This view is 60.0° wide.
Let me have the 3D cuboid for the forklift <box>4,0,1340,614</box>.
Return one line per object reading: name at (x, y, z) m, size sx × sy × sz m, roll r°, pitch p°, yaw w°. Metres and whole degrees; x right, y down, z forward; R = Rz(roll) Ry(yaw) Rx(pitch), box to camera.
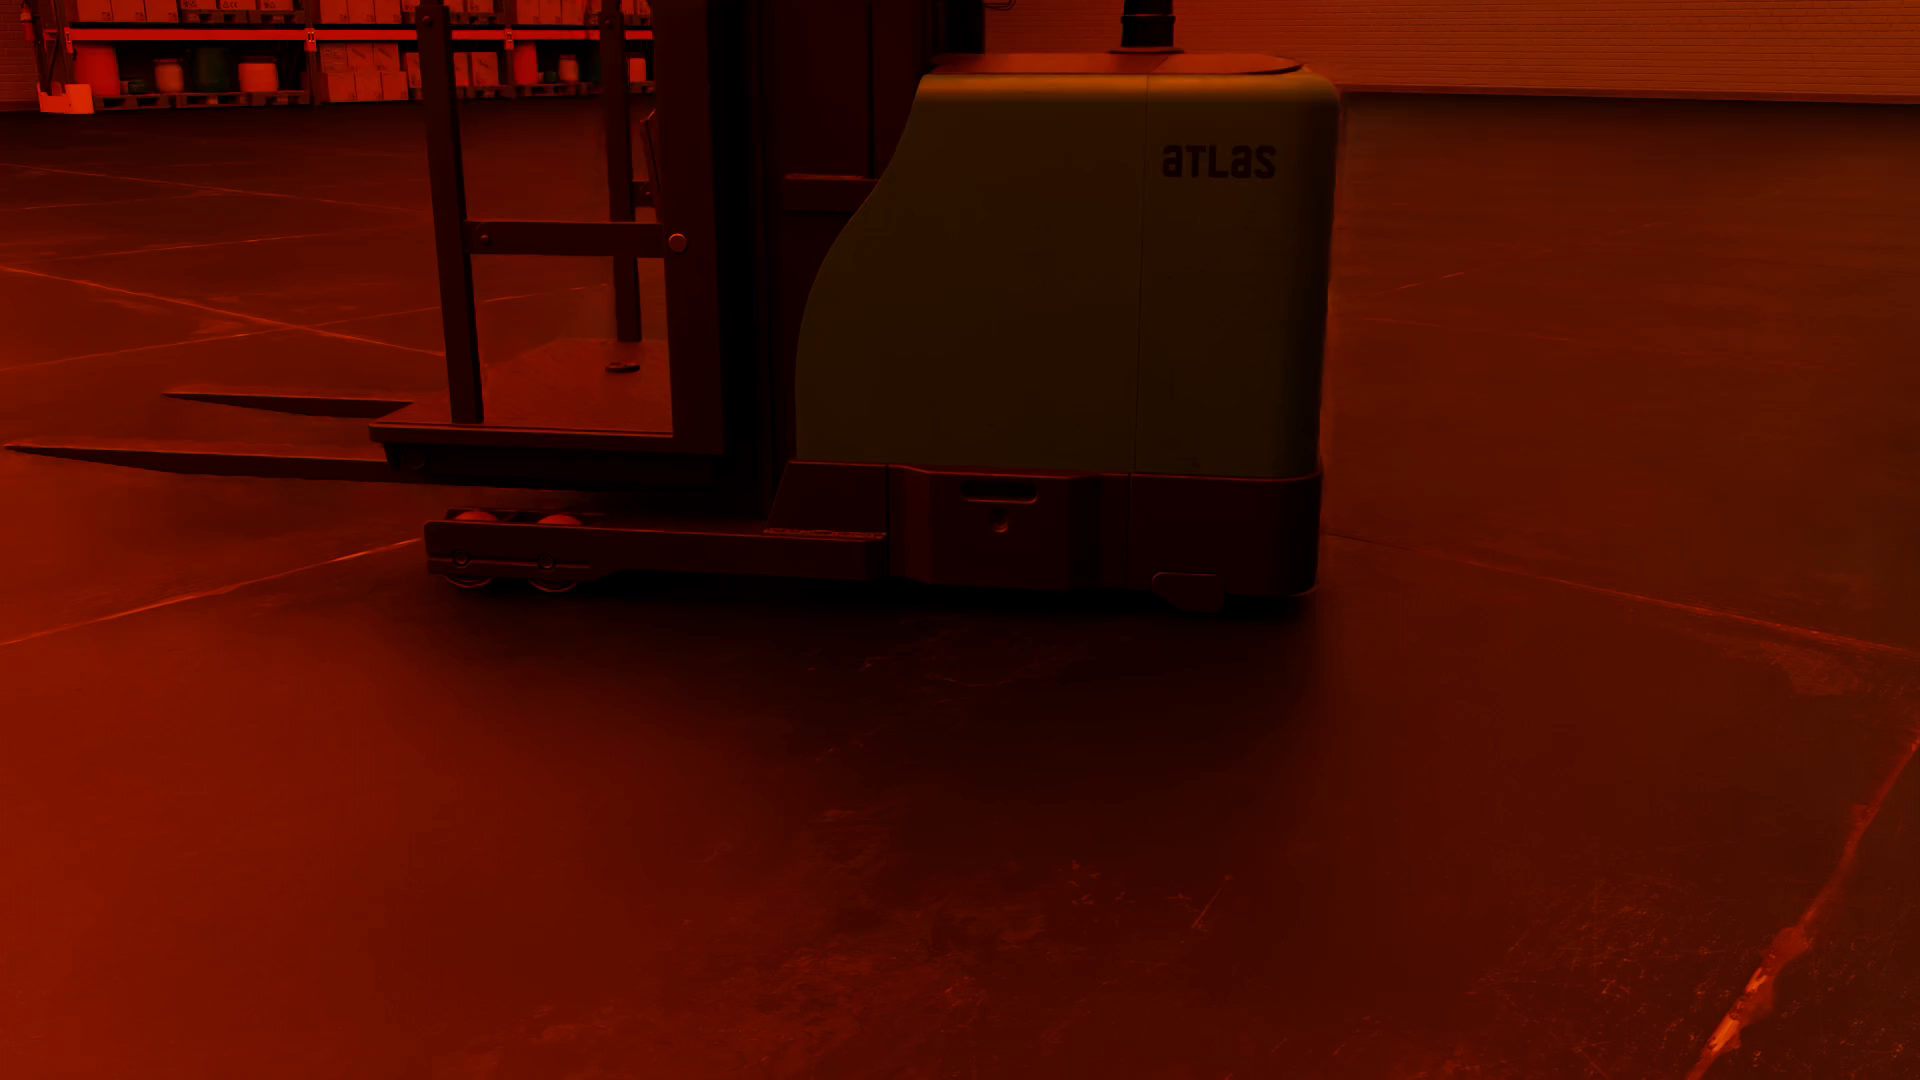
forklift at (-0.701, -1.436, 3.628) m, size 3.031 × 2.935 × 1.130 m, roll 3°, pitch 17°, yaw 9°
